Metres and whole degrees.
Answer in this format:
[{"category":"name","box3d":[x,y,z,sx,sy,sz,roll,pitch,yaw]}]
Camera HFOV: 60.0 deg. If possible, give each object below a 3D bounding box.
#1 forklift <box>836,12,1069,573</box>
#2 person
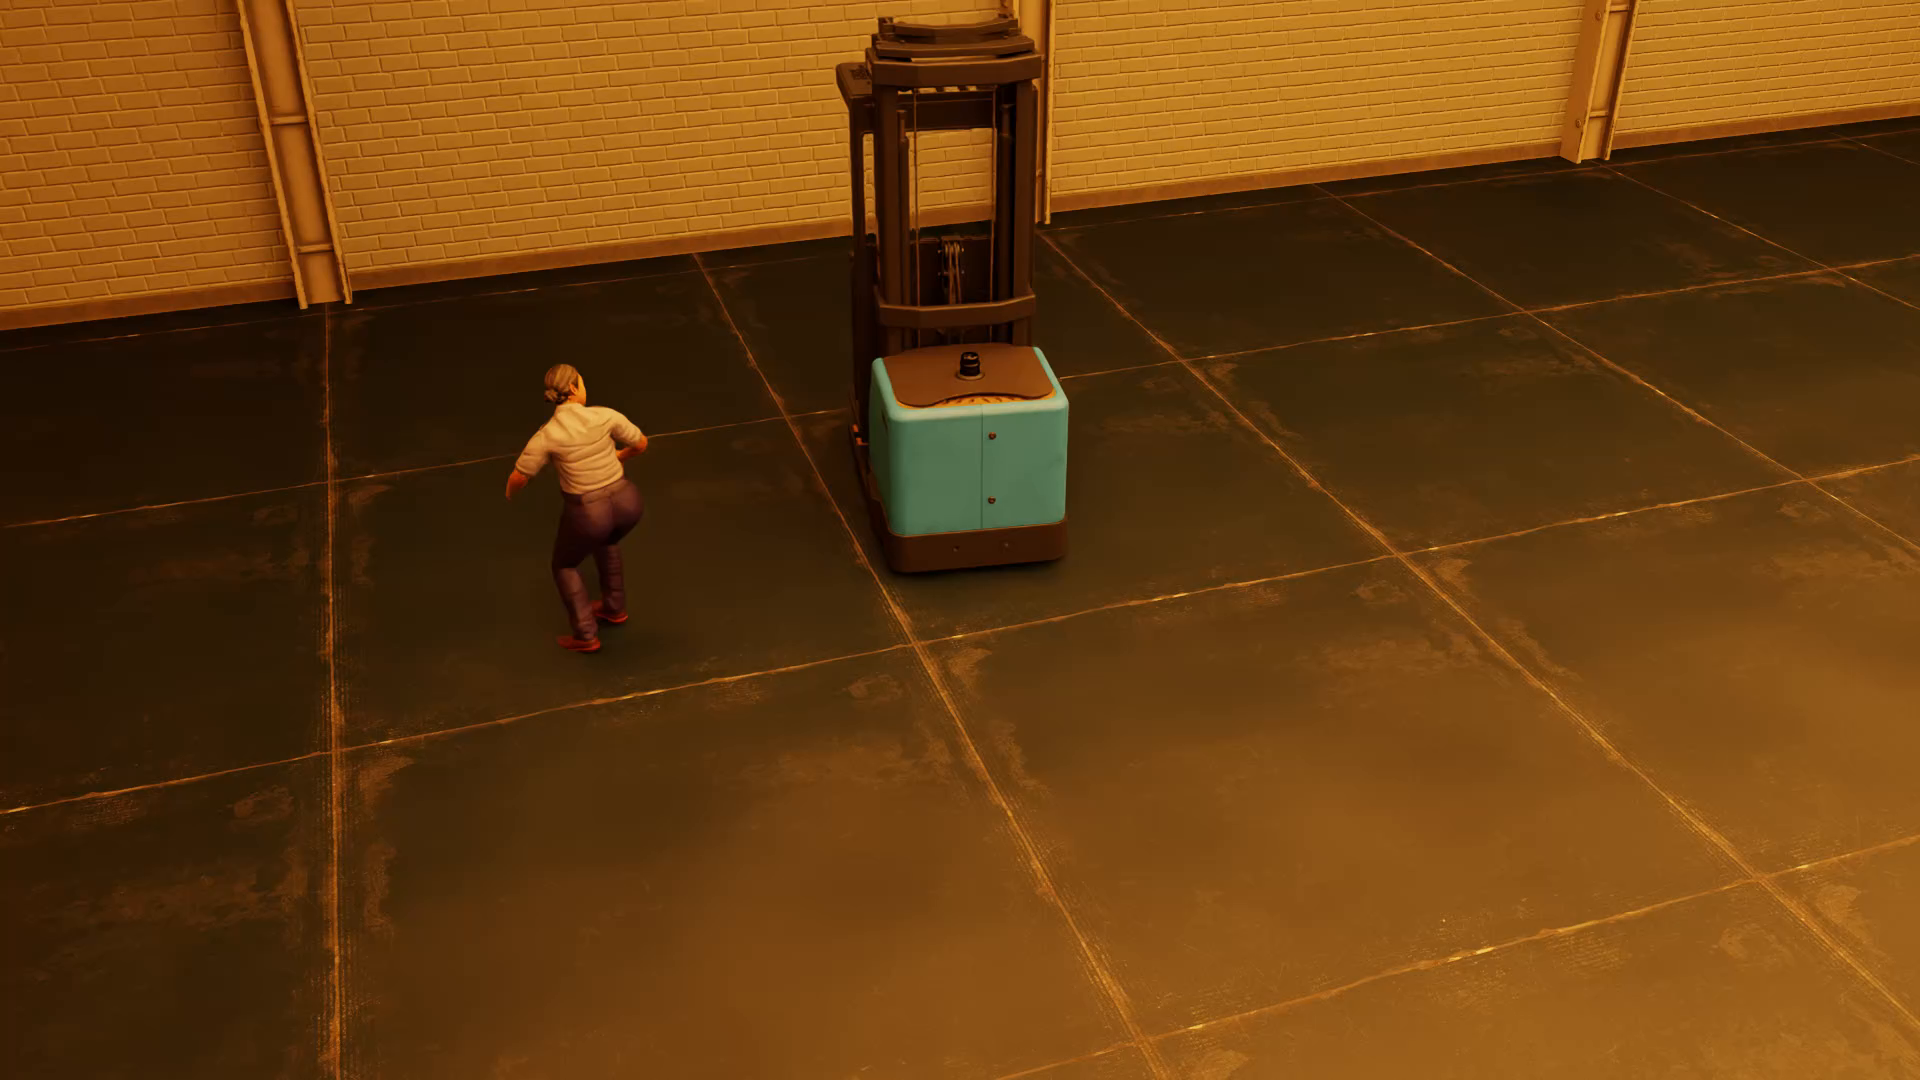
[{"category":"forklift","box3d":[-0.137,-1.799,10.214,1.130,2.935,3.031,-5,30,-9]},{"category":"person","box3d":[-2.011,-0.187,8.807,0.719,1.609,0.603,-21,36,-32]}]
